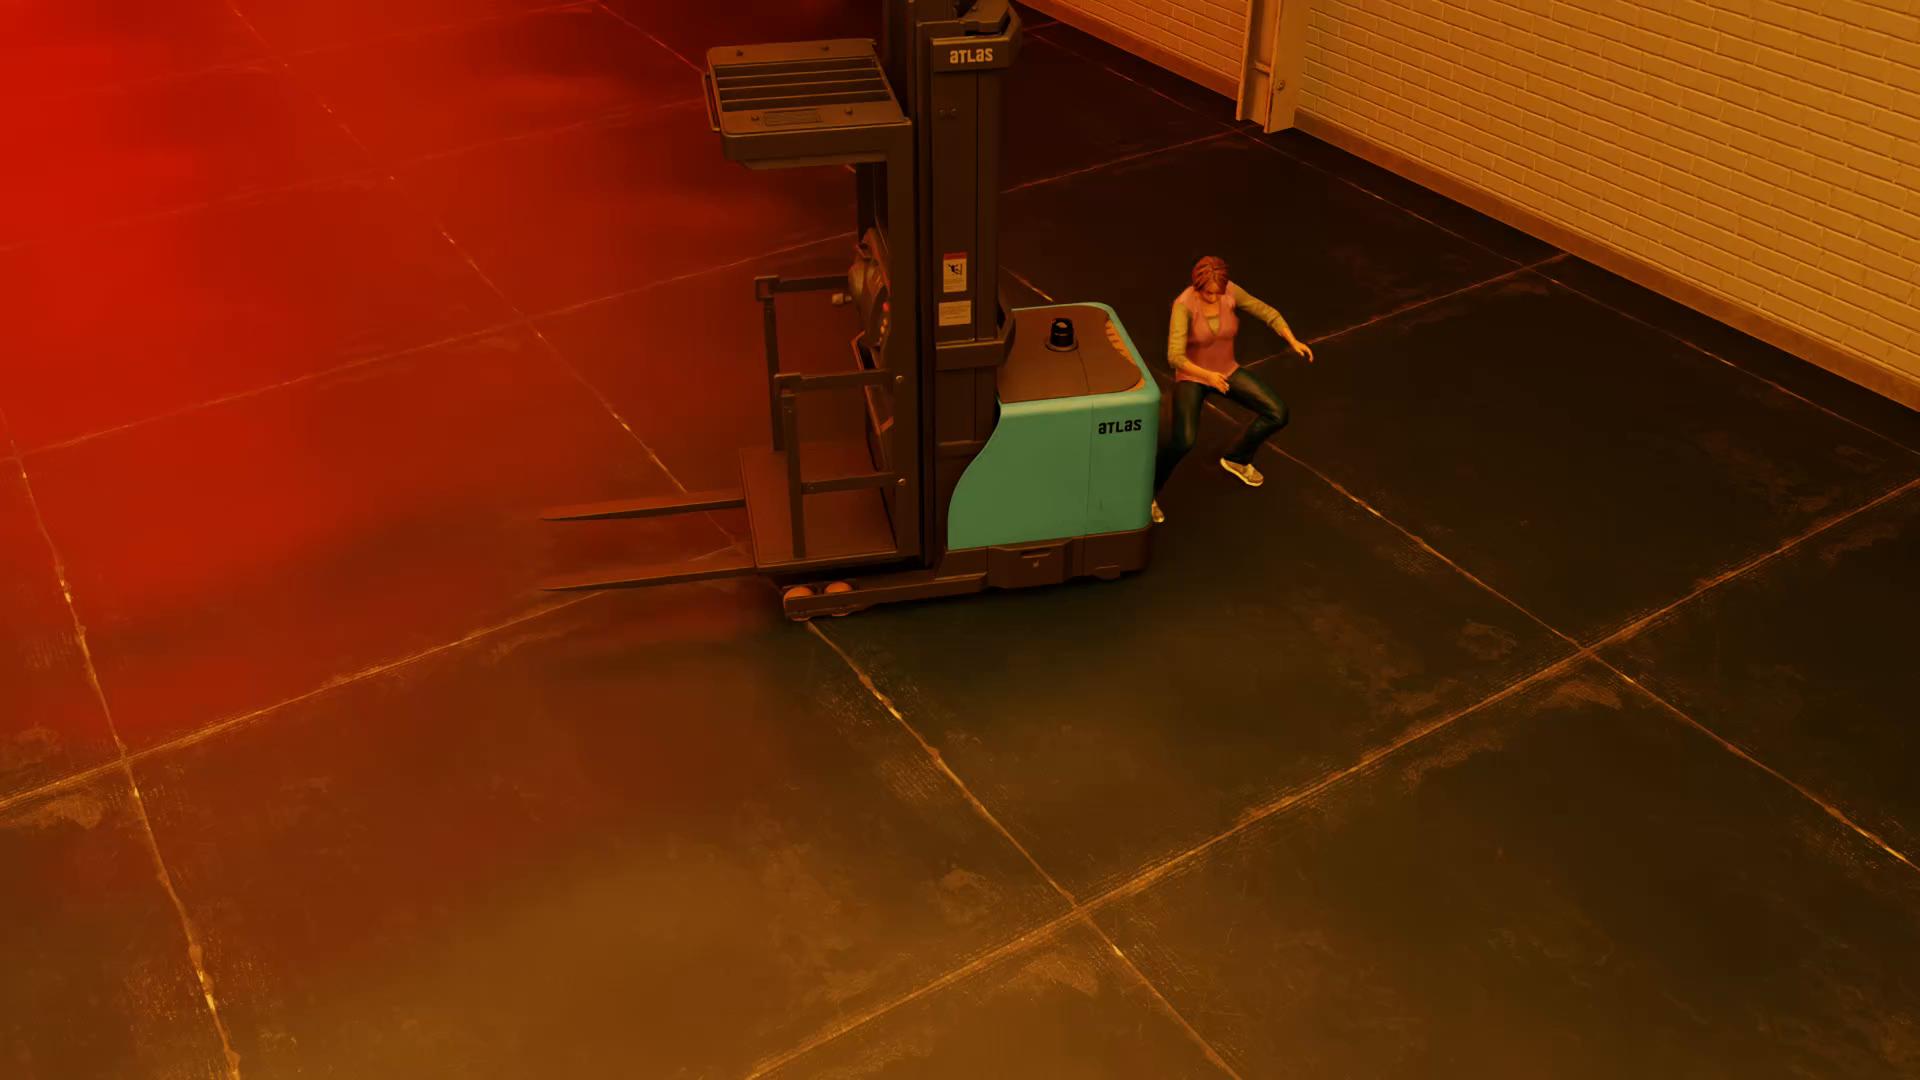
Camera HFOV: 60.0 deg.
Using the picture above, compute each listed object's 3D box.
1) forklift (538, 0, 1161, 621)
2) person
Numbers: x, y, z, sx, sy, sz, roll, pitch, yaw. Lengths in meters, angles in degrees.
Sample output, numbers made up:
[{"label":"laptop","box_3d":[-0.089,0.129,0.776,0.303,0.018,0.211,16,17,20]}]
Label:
[{"label":"forklift","box_3d":[-0.599,-1.134,7.761,3.031,2.935,1.130,-6,36,-9]},{"label":"person","box_3d":[1.346,-0.789,8.623,0.825,1.369,0.687,-10,36,-13]}]
